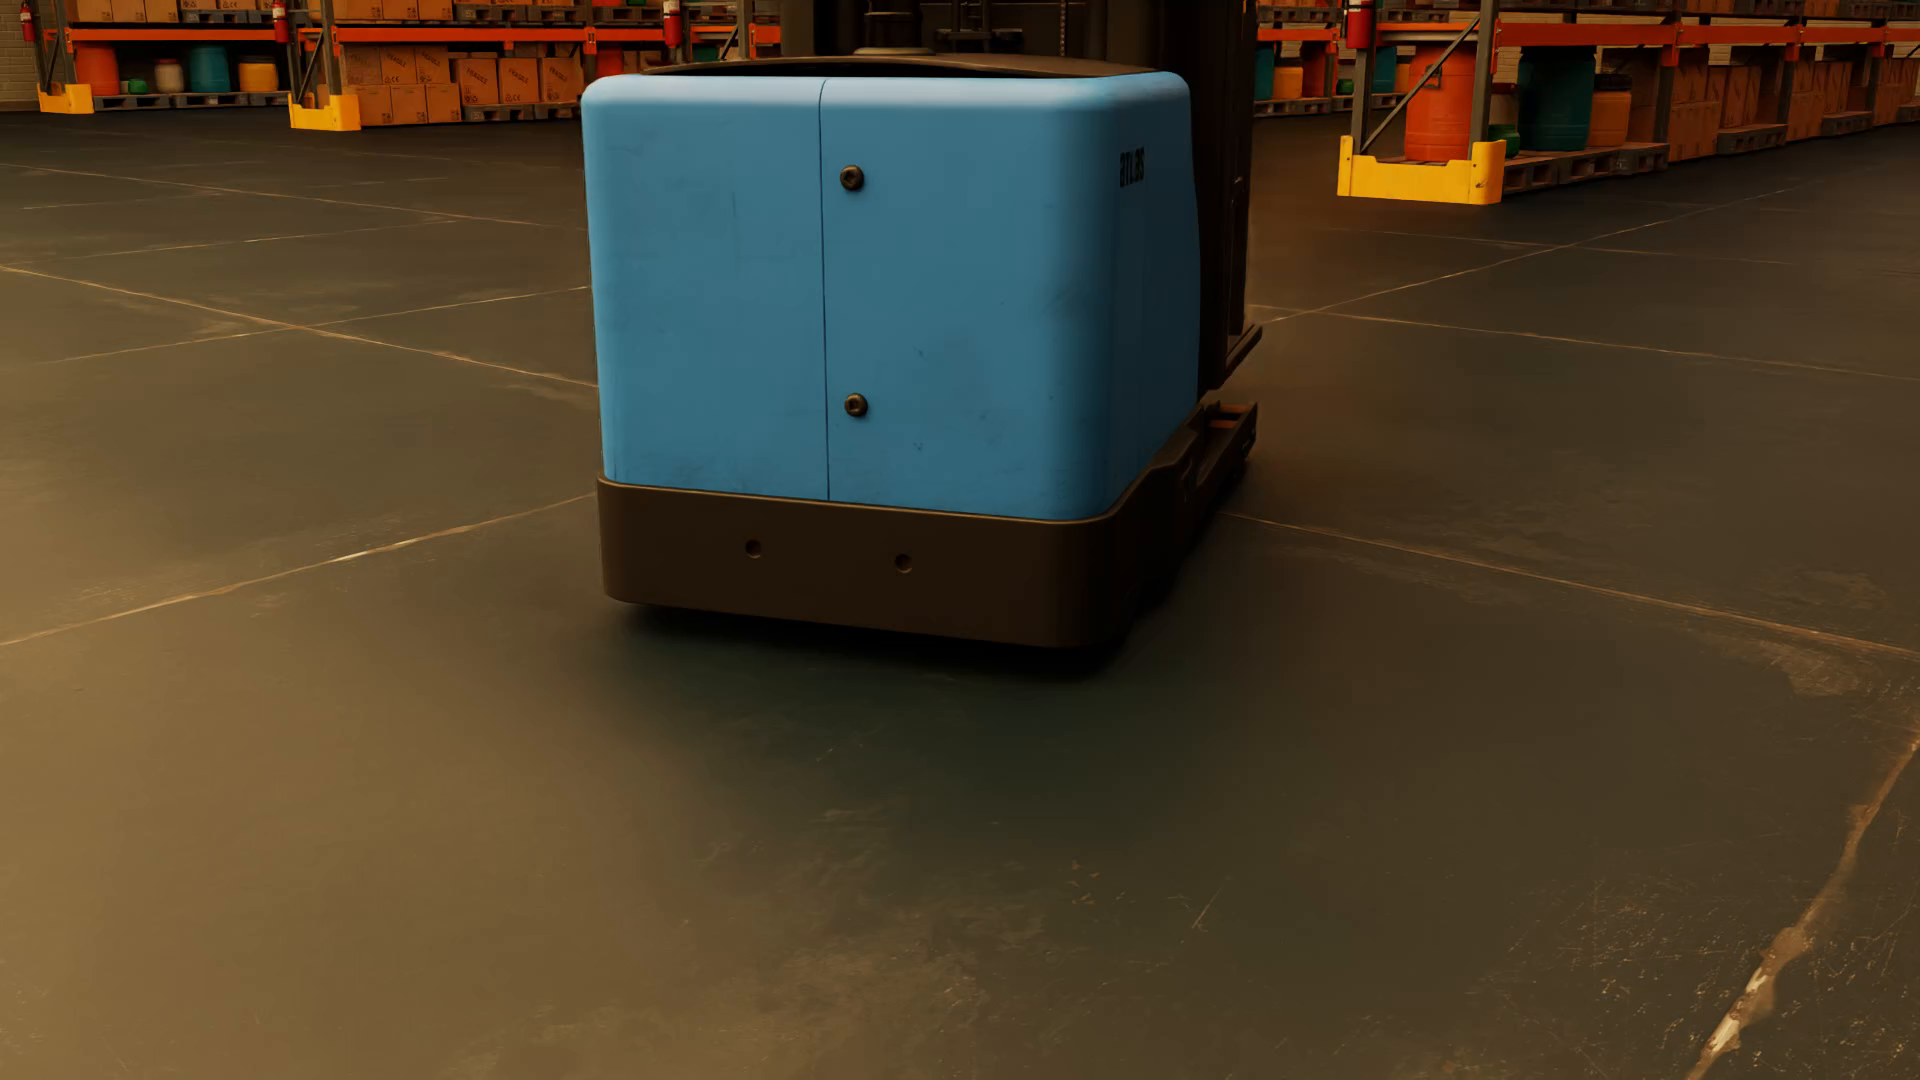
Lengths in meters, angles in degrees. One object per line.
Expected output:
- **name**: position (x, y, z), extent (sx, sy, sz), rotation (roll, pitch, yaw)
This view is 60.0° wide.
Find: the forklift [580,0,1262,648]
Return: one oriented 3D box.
- **forklift**: position (0.204, -1.592, 4.140), extent (1.130, 2.935, 3.031), rotation (5, 18, 17)
